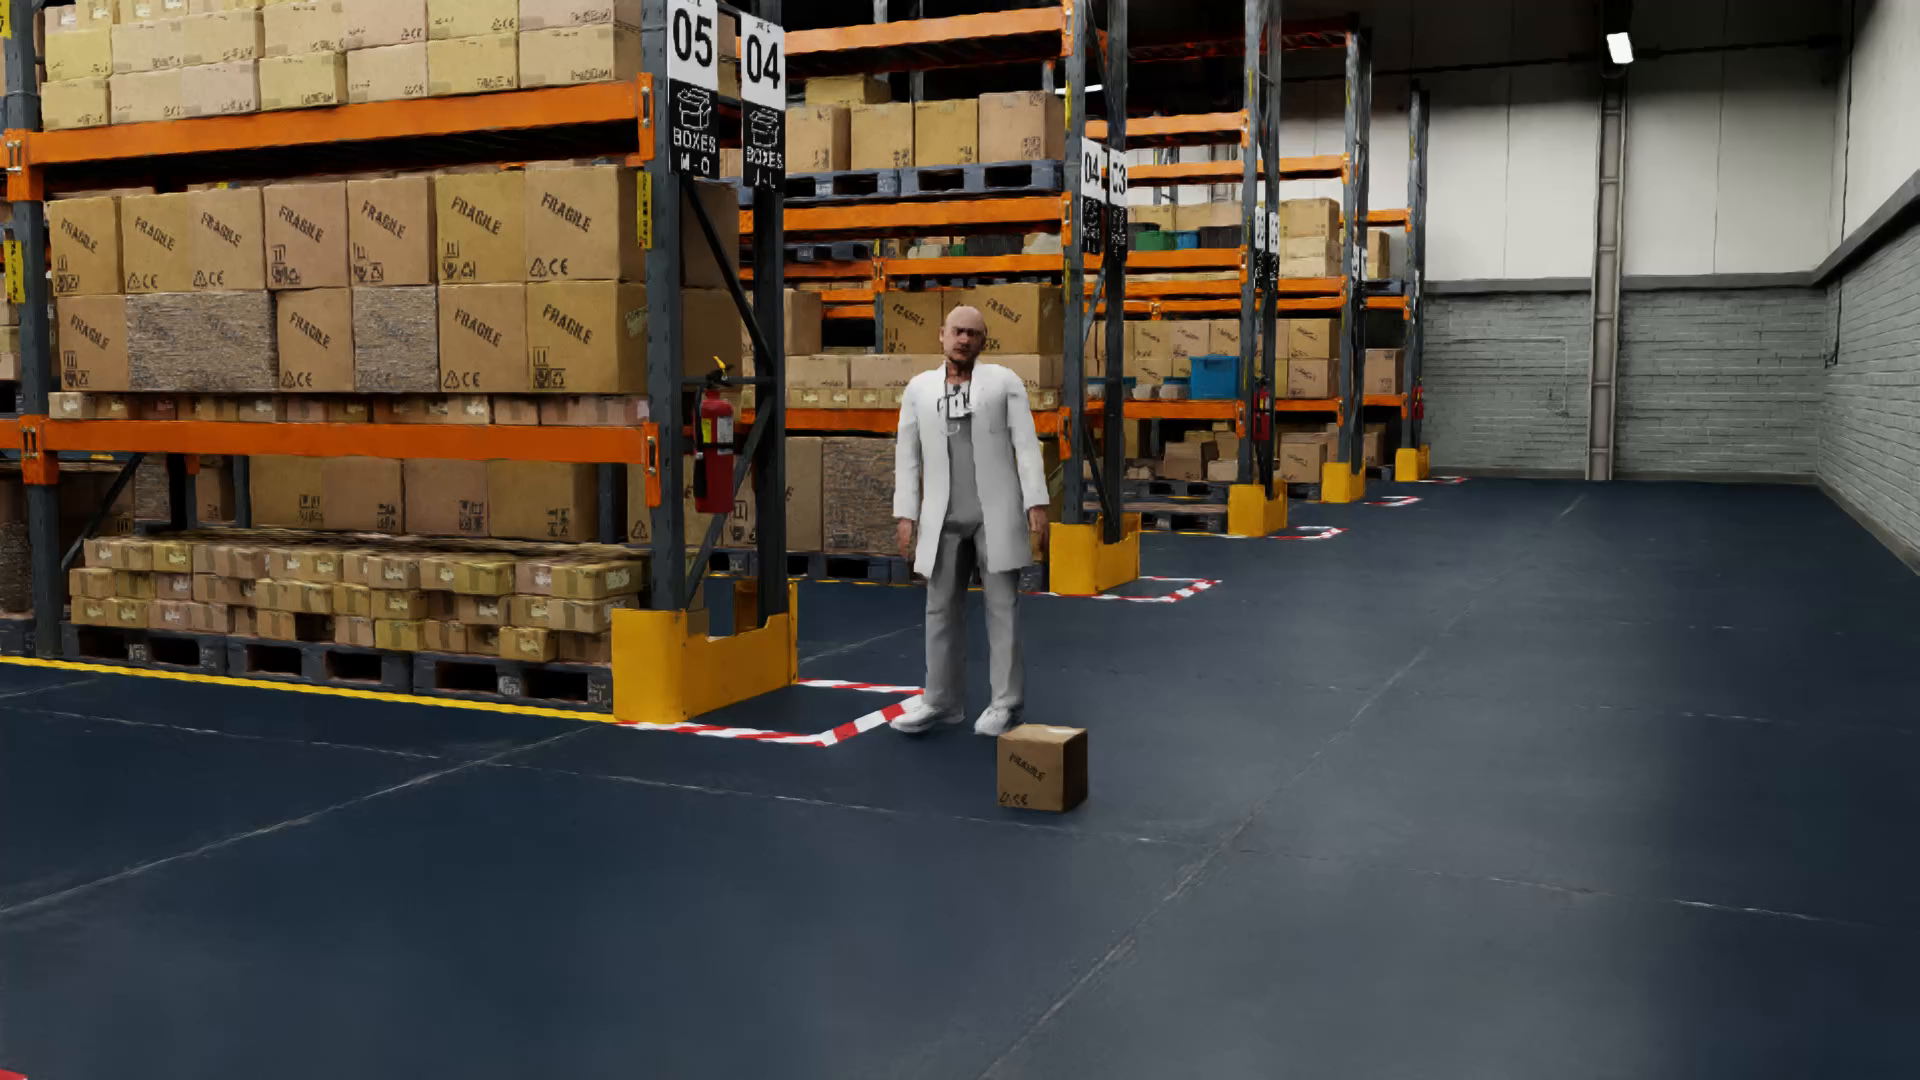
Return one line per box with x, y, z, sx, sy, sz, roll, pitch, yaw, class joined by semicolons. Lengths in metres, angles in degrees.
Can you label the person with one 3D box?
0.037;-0.077;6.936;0.688;1.795;0.429;1;6;13;person
